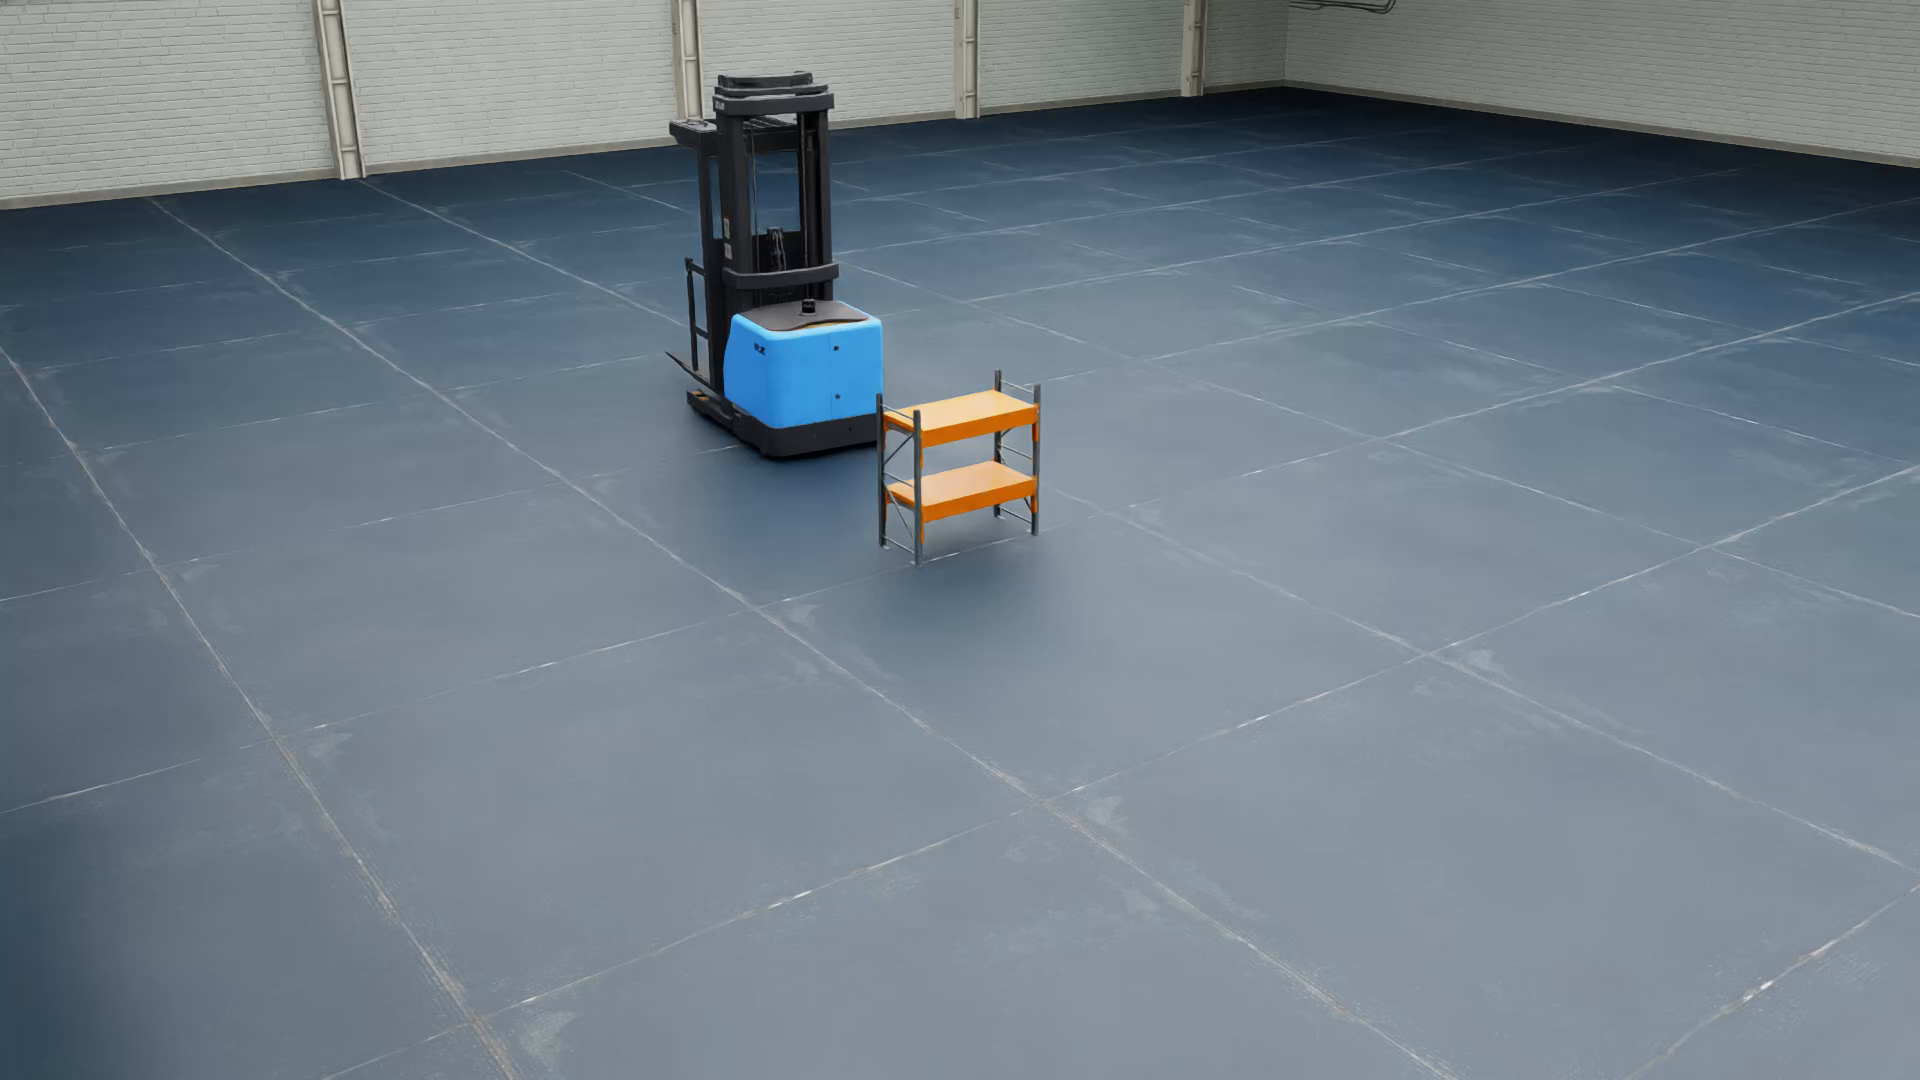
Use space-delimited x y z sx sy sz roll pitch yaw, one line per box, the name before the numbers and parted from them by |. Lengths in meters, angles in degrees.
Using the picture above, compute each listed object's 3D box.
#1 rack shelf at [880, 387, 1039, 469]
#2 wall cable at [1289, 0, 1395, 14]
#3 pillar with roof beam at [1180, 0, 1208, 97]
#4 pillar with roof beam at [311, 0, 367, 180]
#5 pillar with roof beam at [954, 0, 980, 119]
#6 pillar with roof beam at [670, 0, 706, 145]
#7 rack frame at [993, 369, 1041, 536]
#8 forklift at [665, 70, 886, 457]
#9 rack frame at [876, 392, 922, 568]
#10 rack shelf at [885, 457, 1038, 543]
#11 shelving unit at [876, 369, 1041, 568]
rack shelf | -0.005 -0.793 11.576 1.000 0.278 0.538 -15 26 -33
wall cable | 8.174 -12.587 35.488 0.112 2.526 3.097 -15 26 -33
pillar with roof beam | 7.525 -12.494 31.066 0.400 9.000 9.100 -15 26 -33
pillar with roof beam | -7.087 -8.598 21.302 0.400 9.000 9.100 -15 26 -33
pillar with roof beam | 2.654 -11.196 27.811 0.400 9.000 9.100 -15 26 -33
pillar with roof beam | -2.216 -9.897 24.557 0.400 9.000 9.100 -15 26 -33
rack frame | 0.407 -0.631 11.960 0.032 1.125 0.500 -15 26 -33
forklift | -1.775 -2.535 14.294 1.130 2.935 3.031 -12 25 -27
rack frame | -0.418 -0.411 11.408 0.032 1.125 0.500 -15 26 -33
rack shelf | -0.005 -0.294 11.775 1.000 0.278 0.538 -15 26 -33
shelving unit | -0.005 -0.521 11.684 1.048 1.125 0.538 -15 26 -33
